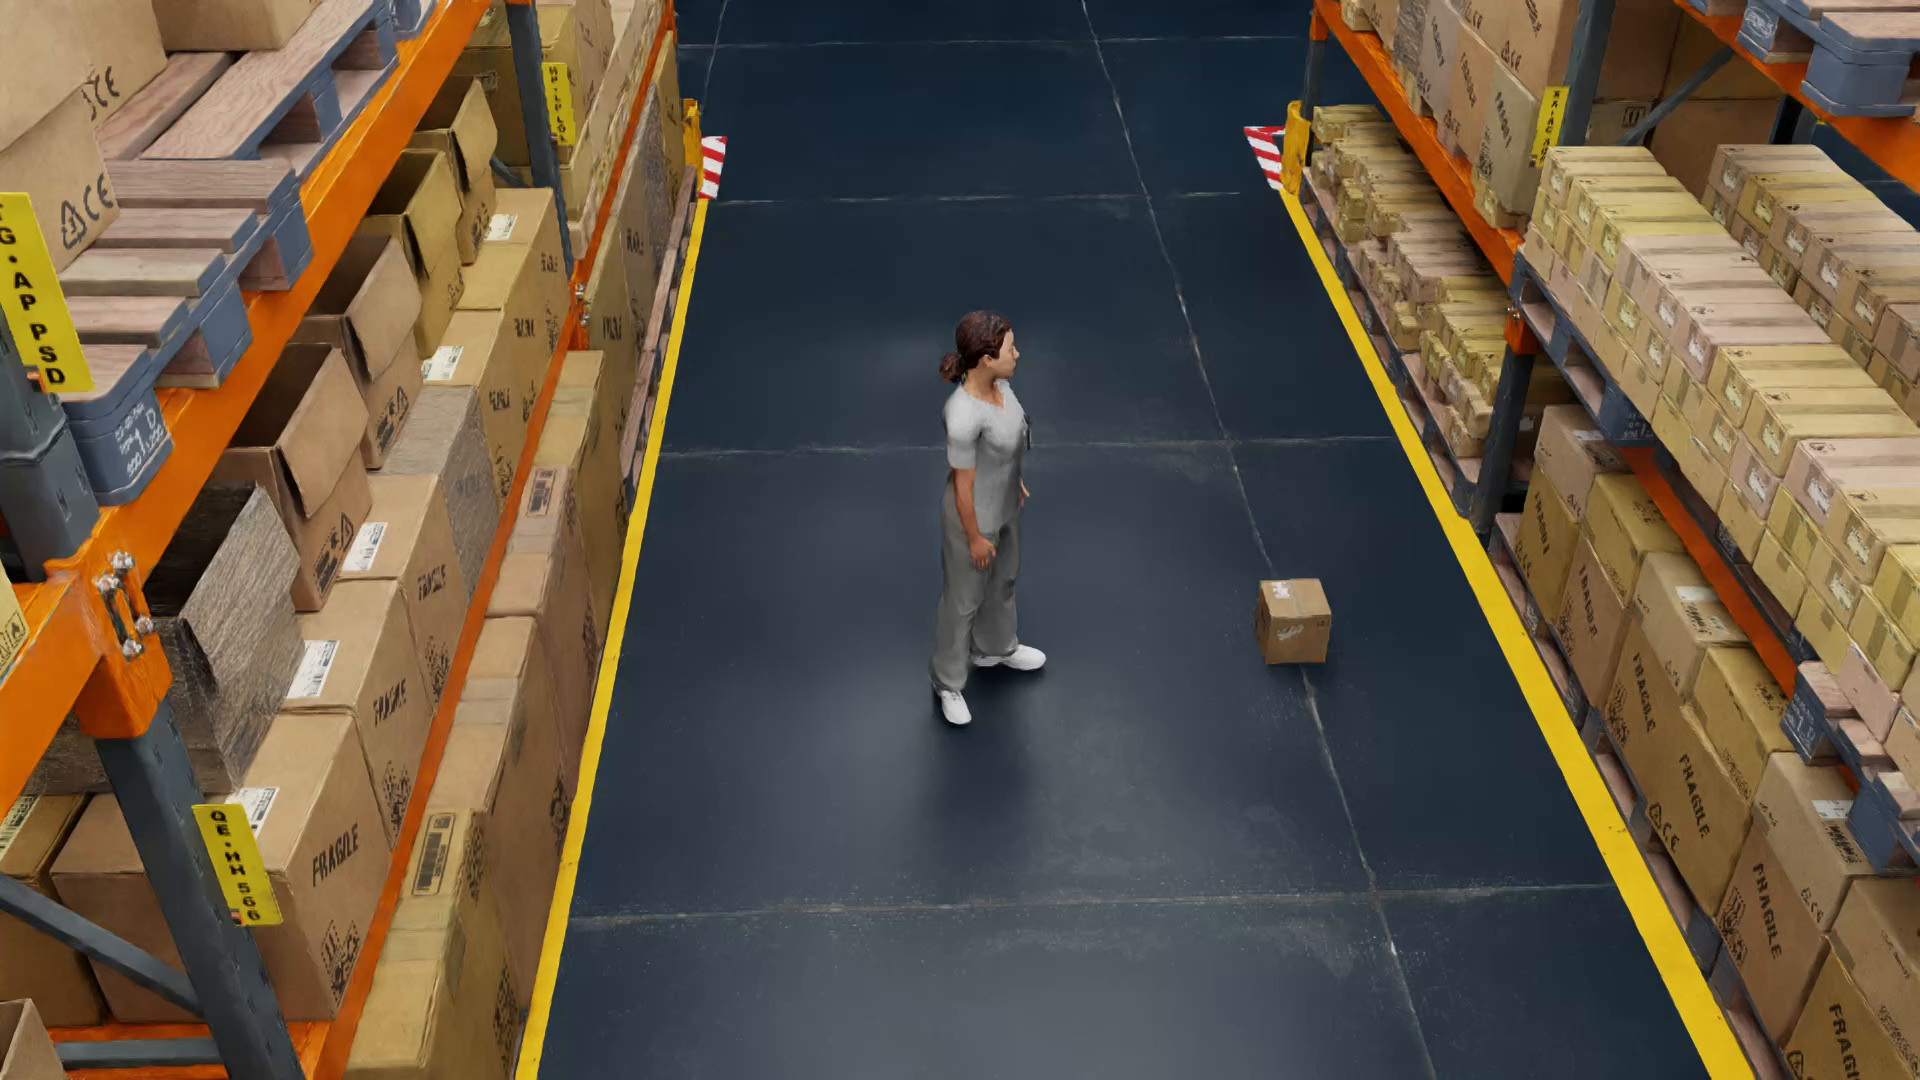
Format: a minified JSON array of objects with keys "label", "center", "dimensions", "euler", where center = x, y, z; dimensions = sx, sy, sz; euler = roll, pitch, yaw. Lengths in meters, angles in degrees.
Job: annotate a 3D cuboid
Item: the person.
[{"label":"person","center":[0.092,-0.100,6.245],"dimensions":[0.380,1.676,0.564],"euler":[14,38,19]}]
